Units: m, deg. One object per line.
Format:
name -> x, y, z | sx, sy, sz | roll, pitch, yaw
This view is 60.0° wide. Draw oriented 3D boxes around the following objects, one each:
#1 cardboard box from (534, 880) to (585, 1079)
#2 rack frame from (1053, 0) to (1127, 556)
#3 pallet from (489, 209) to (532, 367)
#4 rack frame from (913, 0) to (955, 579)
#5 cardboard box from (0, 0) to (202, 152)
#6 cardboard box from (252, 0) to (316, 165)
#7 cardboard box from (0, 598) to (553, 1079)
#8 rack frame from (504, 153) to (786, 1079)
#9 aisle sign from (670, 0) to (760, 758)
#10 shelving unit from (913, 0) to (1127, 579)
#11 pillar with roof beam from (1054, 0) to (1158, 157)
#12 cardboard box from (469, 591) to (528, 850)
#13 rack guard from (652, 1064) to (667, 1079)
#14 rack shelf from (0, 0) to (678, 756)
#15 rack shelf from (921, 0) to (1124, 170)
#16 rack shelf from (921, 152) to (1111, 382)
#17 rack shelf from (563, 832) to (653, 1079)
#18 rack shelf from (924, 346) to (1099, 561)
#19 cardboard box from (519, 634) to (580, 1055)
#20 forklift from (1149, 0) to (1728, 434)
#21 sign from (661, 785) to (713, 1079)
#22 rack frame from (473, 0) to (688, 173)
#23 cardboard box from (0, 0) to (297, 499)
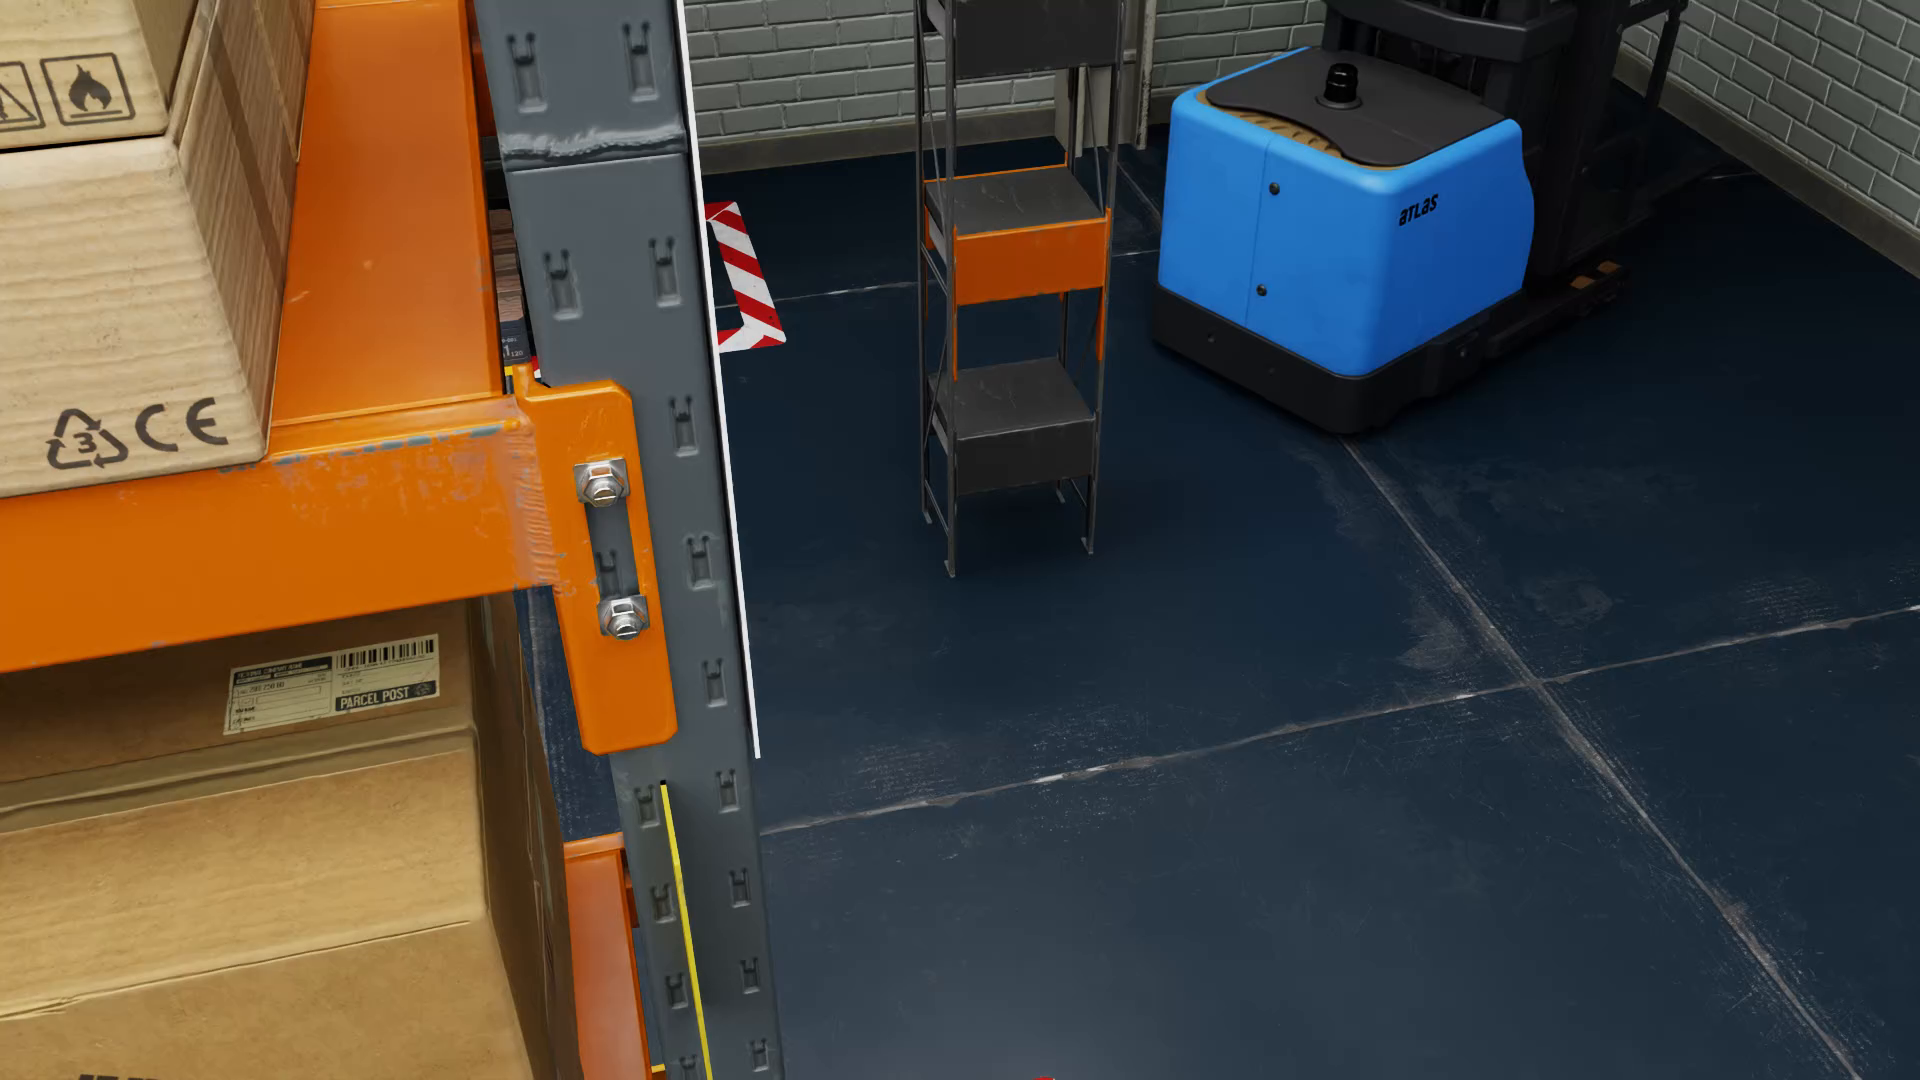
cardboard box -> -0.744, 0.827, 2.118 | 0.500, 0.500, 0.500 | -8, 38, -11
rack frame -> 0.395, -0.899, 5.197 | 0.015, 2.100, 0.400 | -9, 38, -12
pallet -> -2.429, -0.989, 6.869 | 1.213, 0.211, 1.003 | -9, 38, -12
rack frame -> -0.076, -0.822, 5.096 | 0.015, 2.100, 0.400 | -9, 38, -12
cardboard box -> -0.812, -0.464, 1.130 | 0.500, 0.250, 0.500 | -9, 38, -12
cardboard box -> -0.945, -0.564, 1.673 | 0.500, 0.250, 0.500 | -9, 38, -12
cardboard box -> -0.741, 0.431, 1.813 | 0.500, 0.500, 0.500 | -10, 38, -12
rack frame -> -0.383, 0.636, 2.450 | 0.127, 3.000, 1.000 | -9, 38, -12
aisle sign -> -0.237, -0.228, 1.439 | 0.004, 0.787, 0.394 | -9, 38, -12
shelving unit -> 0.160, -0.860, 5.146 | 0.503, 2.100, 0.431 | -9, 38, -12
pillar with roof beam -> 1.826, -3.062, 2.346 | 0.400, 9.000, 9.100 | -9, 38, -12
cardboard box -> -0.880, 0.115, 2.226 | 0.500, 0.500, 0.500 | -8, 38, -11
rack guard -> -0.456, 1.641, 3.194 | 0.348, 0.500, 1.175 | -9, 38, -12
rack shelf -> -2.313, 0.047, 1.343 | 4.000, 0.370, 1.077 | -9, 38, -12
rack shelf -> 0.160, -1.405, 4.729 | 0.480, 0.518, 0.431 | -9, 38, -12
rack shelf -> 0.160, -0.849, 5.155 | 0.480, 0.518, 0.431 | -9, 38, -12
rack shelf -> -2.313, 1.238, 2.254 | 4.000, 0.370, 1.077 | -9, 38, -12
rack shelf -> 0.160, -0.293, 5.580 | 0.480, 0.518, 0.431 | -9, 38, -12
cardboard box -> -0.880, 0.512, 2.530 | 0.500, 0.500, 0.500 | -9, 38, -11
forklift -> 2.208, -2.318, 6.368 | 3.031, 2.935, 1.130 | -28, 45, -32
sign -> -0.257, 0.379, 1.573 | 0.005, 0.325, 0.100 | -9, 38, -12
rack frame -> -0.383, -1.747, 0.627 | 0.127, 3.000, 1.000 | -9, 38, -12
cardboard box -> -0.810, -0.260, 1.276 | 0.500, 0.250, 0.500 | -9, 38, -12
